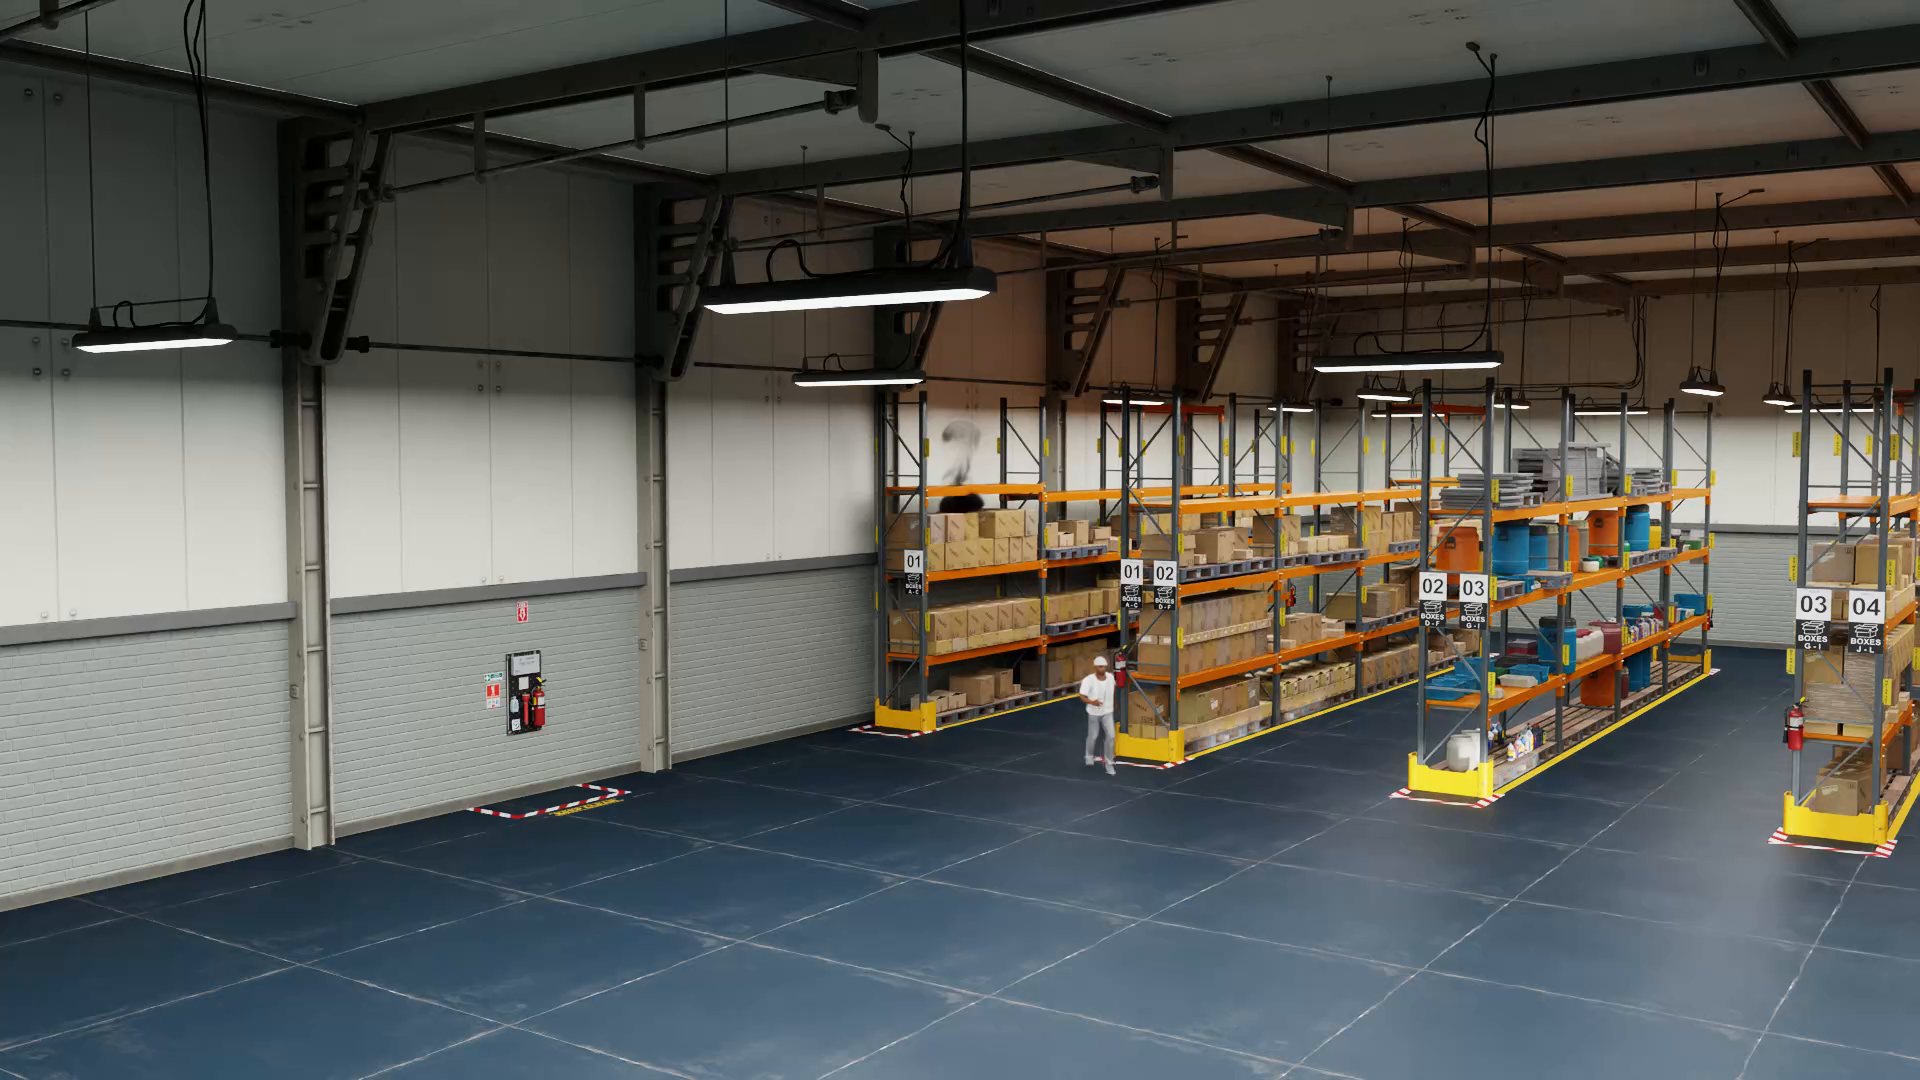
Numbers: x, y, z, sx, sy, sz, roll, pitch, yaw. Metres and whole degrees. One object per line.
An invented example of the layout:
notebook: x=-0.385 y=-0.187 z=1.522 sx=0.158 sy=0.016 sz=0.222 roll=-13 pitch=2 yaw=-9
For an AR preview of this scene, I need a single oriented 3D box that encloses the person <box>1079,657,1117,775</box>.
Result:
person: x=2.146 y=2.703 z=25.648 sx=0.684 sy=1.825 sz=0.817 roll=-1 pitch=3 yaw=-14
